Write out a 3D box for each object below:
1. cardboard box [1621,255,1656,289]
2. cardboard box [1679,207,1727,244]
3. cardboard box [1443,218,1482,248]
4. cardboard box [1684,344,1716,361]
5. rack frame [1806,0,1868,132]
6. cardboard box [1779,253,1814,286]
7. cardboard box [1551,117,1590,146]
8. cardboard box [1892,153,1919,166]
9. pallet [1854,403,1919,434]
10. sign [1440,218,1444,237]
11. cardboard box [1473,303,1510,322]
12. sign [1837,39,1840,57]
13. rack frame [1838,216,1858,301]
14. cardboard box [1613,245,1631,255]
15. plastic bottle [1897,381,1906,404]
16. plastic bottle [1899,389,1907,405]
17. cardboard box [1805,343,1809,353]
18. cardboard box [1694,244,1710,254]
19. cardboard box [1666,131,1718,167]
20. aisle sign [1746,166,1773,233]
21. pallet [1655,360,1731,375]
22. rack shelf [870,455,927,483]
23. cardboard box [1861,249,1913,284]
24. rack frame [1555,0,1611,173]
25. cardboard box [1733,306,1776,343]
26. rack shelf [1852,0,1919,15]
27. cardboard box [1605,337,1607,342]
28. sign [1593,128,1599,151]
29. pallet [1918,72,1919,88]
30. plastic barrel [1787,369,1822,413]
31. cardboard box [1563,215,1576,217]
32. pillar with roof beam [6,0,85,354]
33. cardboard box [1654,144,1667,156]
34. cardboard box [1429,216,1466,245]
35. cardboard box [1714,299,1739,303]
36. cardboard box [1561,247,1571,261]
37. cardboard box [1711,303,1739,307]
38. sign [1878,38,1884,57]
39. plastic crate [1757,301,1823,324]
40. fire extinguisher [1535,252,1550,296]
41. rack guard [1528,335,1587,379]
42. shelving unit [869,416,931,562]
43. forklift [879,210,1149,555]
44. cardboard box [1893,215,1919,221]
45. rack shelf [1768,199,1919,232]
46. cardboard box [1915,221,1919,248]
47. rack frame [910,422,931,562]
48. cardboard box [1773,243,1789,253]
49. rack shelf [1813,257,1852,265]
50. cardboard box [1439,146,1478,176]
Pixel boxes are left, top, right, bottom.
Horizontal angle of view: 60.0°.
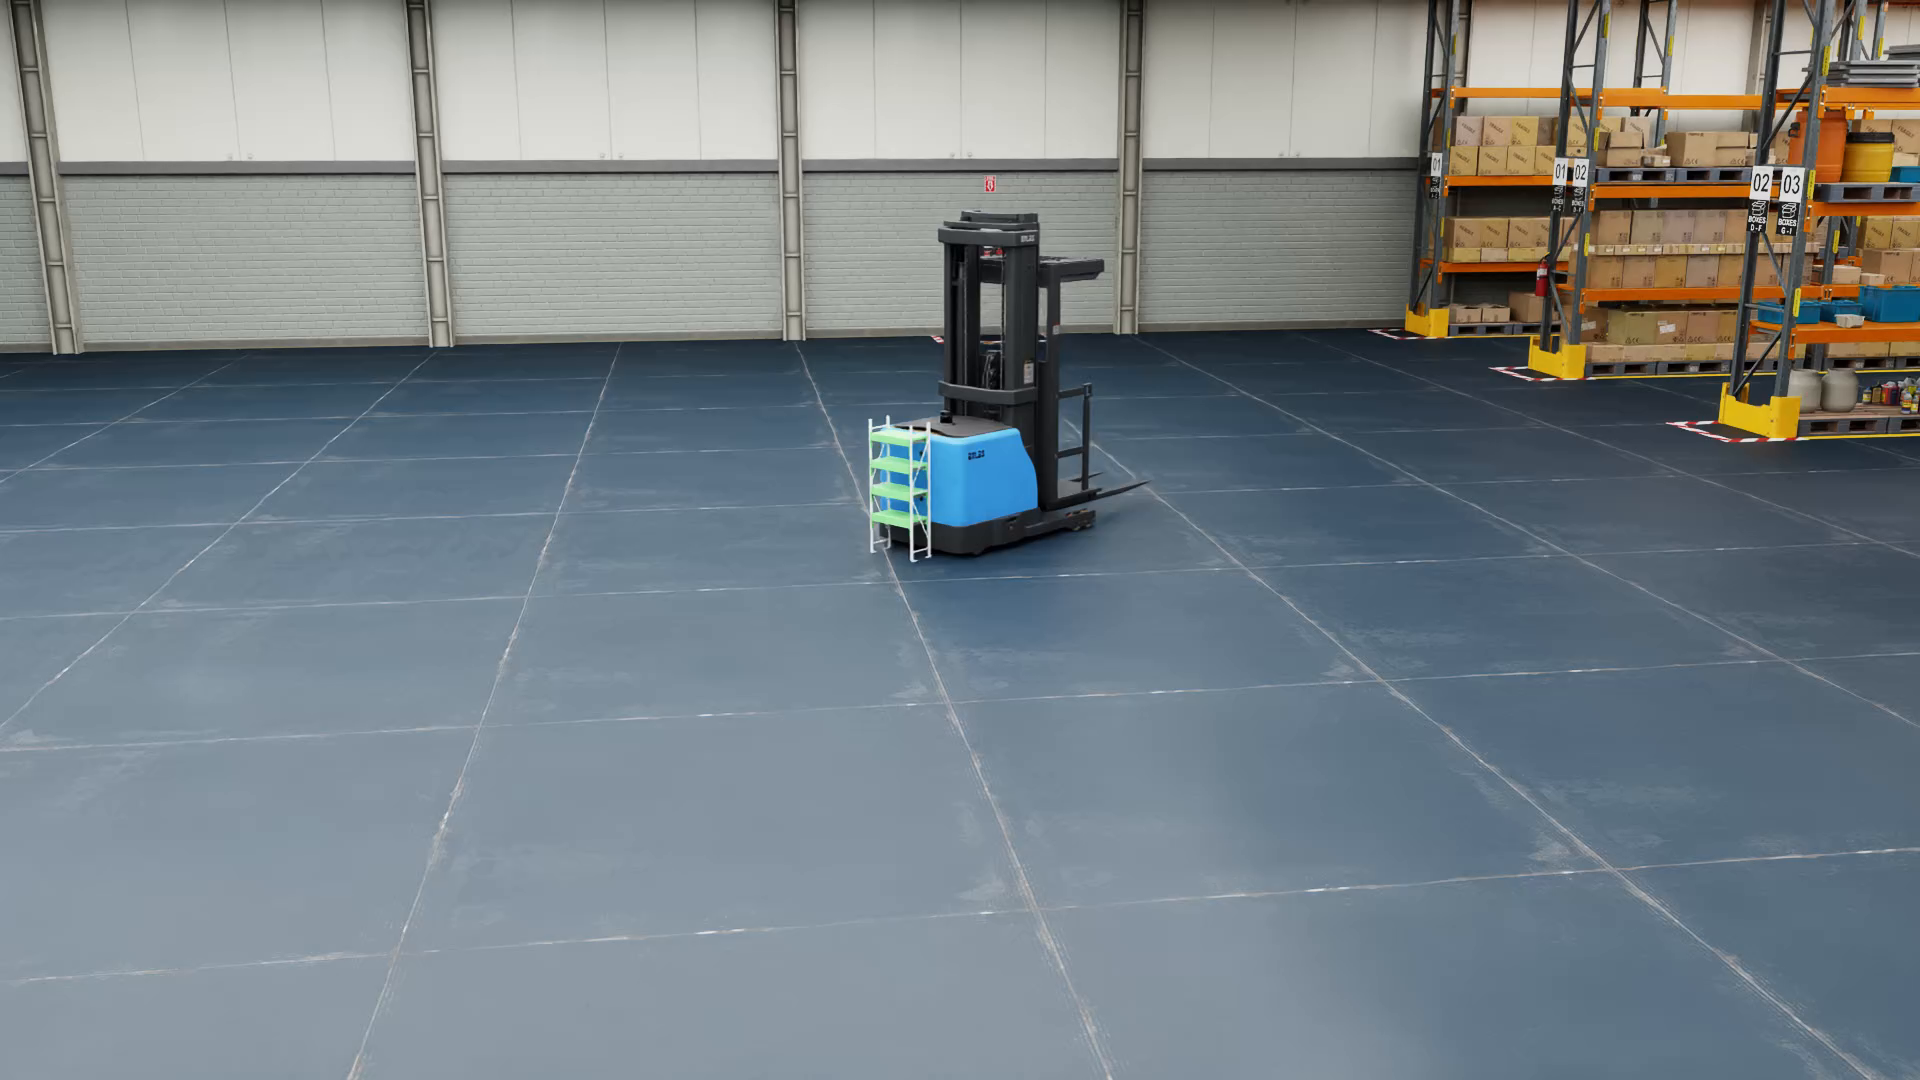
[{"bbox_3d":[10.098,-4.091,25.162,0.500,0.500,0.700,-2,14,-7],"label":"cardboard box"},{"bbox_3d":[11.145,-4.759,25.159,0.500,0.500,0.700,-2,14,-8],"label":"cardboard box"},{"bbox_3d":[8.891,-5.446,29.495,0.500,0.500,0.500,-2,14,-8],"label":"cardboard box"},{"bbox_3d":[11.163,-2.898,25.401,0.500,0.250,0.500,-2,14,-8],"label":"cardboard box"},{"bbox_3d":[13.072,-7.063,24.887,0.127,3.000,1.000,-2,14,-8],"label":"rack frame"},{"bbox_3d":[12.634,-4.184,25.534,0.500,0.500,0.700,-2,14,-10],"label":"cardboard box"},{"bbox_3d":[10.820,-7.216,29.359,0.500,0.500,0.500,-3,14,-10],"label":"cardboard box"},{"bbox_3d":[14.225,-5.780,25.381,0.500,0.250,0.500,-4,15,-14],"label":"cardboard box"},{"bbox_3d":[11.927,-1.550,20.968,1.213,0.211,1.003,-2,14,-8],"label":"pallet"},{"bbox_3d":[8.456,-5.489,29.164,0.005,0.325,0.100,-2,14,-8],"label":"sign"},{"bbox_3d":[9.636,-4.133,30.159,0.500,0.311,0.500,-1,14,-4],"label":"cardboard box"},{"bbox_3d":[16.199,-9.063,30.615,0.005,0.325,0.100,-2,14,-8],"label":"sign"},{"bbox_3d":[16.285,-5.490,30.945,0.127,3.000,1.000,-2,14,-8],"label":"rack frame"},{"bbox_3d":[9.797,-4.344,24.839,0.250,0.149,0.380,-2,14,-10],"label":"cardboard box"},{"bbox_3d":[11.992,-1.889,21.281,0.135,0.276,0.152,-2,14,-10],"label":"plastic bottle"},{"bbox_3d":[12.029,-1.823,21.173,0.097,0.201,0.097,0,14,0],"label":"plastic bottle"},{"bbox_3d":[13.438,-3.108,26.238,0.500,0.250,0.500,-2,14,-9],"label":"cardboard box"},{"bbox_3d":[11.056,-4.389,25.019,0.250,0.149,0.380,-2,14,-8],"label":"cardboard box"},{"bbox_3d":[10.799,-5.778,24.571,0.500,0.500,0.500,-2,14,-8],"label":"cardboard box"},{"bbox_3d":[9.735,-4.147,20.246,0.004,0.787,0.394,-2,14,-8],"label":"aisle sign"},{"bbox_3d":[11.070,-2.737,25.702,1.213,0.211,1.003,-2,14,-8],"label":"pallet"},{"bbox_3d":[-0.526,-0.621,14.509,0.480,0.148,0.258,12,19,40],"label":"rack shelf"},{"bbox_3d":[14.354,-4.245,25.776,0.500,0.500,0.500,-1,14,-4],"label":"cardboard box"},{"bbox_3d":[9.116,-6.918,24.309,0.127,3.000,1.000,-2,14,-8],"label":"rack frame"},{"bbox_3d":[12.149,-3.302,25.471,0.500,0.500,0.500,-2,14,-8],"label":"cardboard box"},{"bbox_3d":[18.263,-9.735,30.188,4.000,0.370,1.077,-2,14,-8],"label":"rack shelf"},{"bbox_3d":[10.095,-2.990,25.767,0.500,0.250,0.500,-2,14,-8],"label":"cardboard box"},{"bbox_3d":[9.193,-5.792,24.025,0.005,0.325,0.100,-2,14,-8],"label":"sign"},{"bbox_3d":[11.786,-5.504,19.882,1.213,0.211,1.003,-2,14,-8],"label":"pallet"},{"bbox_3d":[10.490,-1.856,20.707,0.421,0.512,0.421,0,14,0],"label":"plastic barrel"},{"bbox_3d":[11.322,-5.661,30.353,0.500,0.500,0.500,-2,14,-9],"label":"cardboard box"},{"bbox_3d":[-14.153,-6.438,22.393,0.400,9.000,9.100,-2,14,-8],"label":"pillar with roof beam"},{"bbox_3d":[10.766,-5.817,25.116,0.500,0.311,0.500,0,14,-2],"label":"cardboard box"},{"bbox_3d":[8.809,-5.569,29.986,0.500,0.500,0.500,-2,14,-9],"label":"cardboard box"},{"bbox_3d":[14.069,-4.416,30.898,0.500,0.500,0.700,-2,14,-8],"label":"cardboard box"},{"bbox_3d":[10.918,-5.154,29.873,0.500,0.250,0.500,-2,14,-9],"label":"cardboard box"},{"bbox_3d":[12.073,-3.426,25.962,0.500,0.500,0.500,-2,14,-8],"label":"cardboard box"},{"bbox_3d":[16.376,-8.761,29.573,0.005,0.325,0.100,-2,14,-8],"label":"sign"},{"bbox_3d":[10.301,-2.835,20.665,0.616,0.251,0.499,-2,14,-8],"label":"plastic crate"},{"bbox_3d":[8.930,-4.078,25.477,0.183,0.674,0.296,-2,14,-8],"label":"fire extinguisher"},{"bbox_3d":[9.093,-2.795,25.339,0.348,0.500,1.175,-2,14,-8],"label":"rack guard"},{"bbox_3d":[-0.526,-0.451,14.552,0.503,1.200,0.258,12,19,40],"label":"shelving unit"},{"bbox_3d":[0.631,-1.580,15.495,1.130,2.935,3.031,13,19,41],"label":"forklift"},{"bbox_3d":[17.304,-6.030,30.700,0.500,0.250,0.500,-2,14,-9],"label":"cardboard box"},{"bbox_3d":[11.828,-3.995,20.299,4.000,0.370,1.077,-2,14,-8],"label":"rack shelf"},{"bbox_3d":[17.814,-5.683,30.857,0.500,0.500,0.500,-2,14,-9],"label":"cardboard box"},{"bbox_3d":[-0.344,-0.411,14.394,0.015,1.200,0.240,12,19,40],"label":"rack frame"},{"bbox_3d":[12.331,-4.437,25.207,0.250,0.149,0.380,-3,14,-10],"label":"cardboard box"},{"bbox_3d":[14.308,-5.068,30.744,4.000,0.370,1.077,-2,14,-8],"label":"rack shelf"},{"bbox_3d":[8.743,-6.665,29.219,0.500,0.500,0.500,-2,14,-7],"label":"cardboard box"}]
